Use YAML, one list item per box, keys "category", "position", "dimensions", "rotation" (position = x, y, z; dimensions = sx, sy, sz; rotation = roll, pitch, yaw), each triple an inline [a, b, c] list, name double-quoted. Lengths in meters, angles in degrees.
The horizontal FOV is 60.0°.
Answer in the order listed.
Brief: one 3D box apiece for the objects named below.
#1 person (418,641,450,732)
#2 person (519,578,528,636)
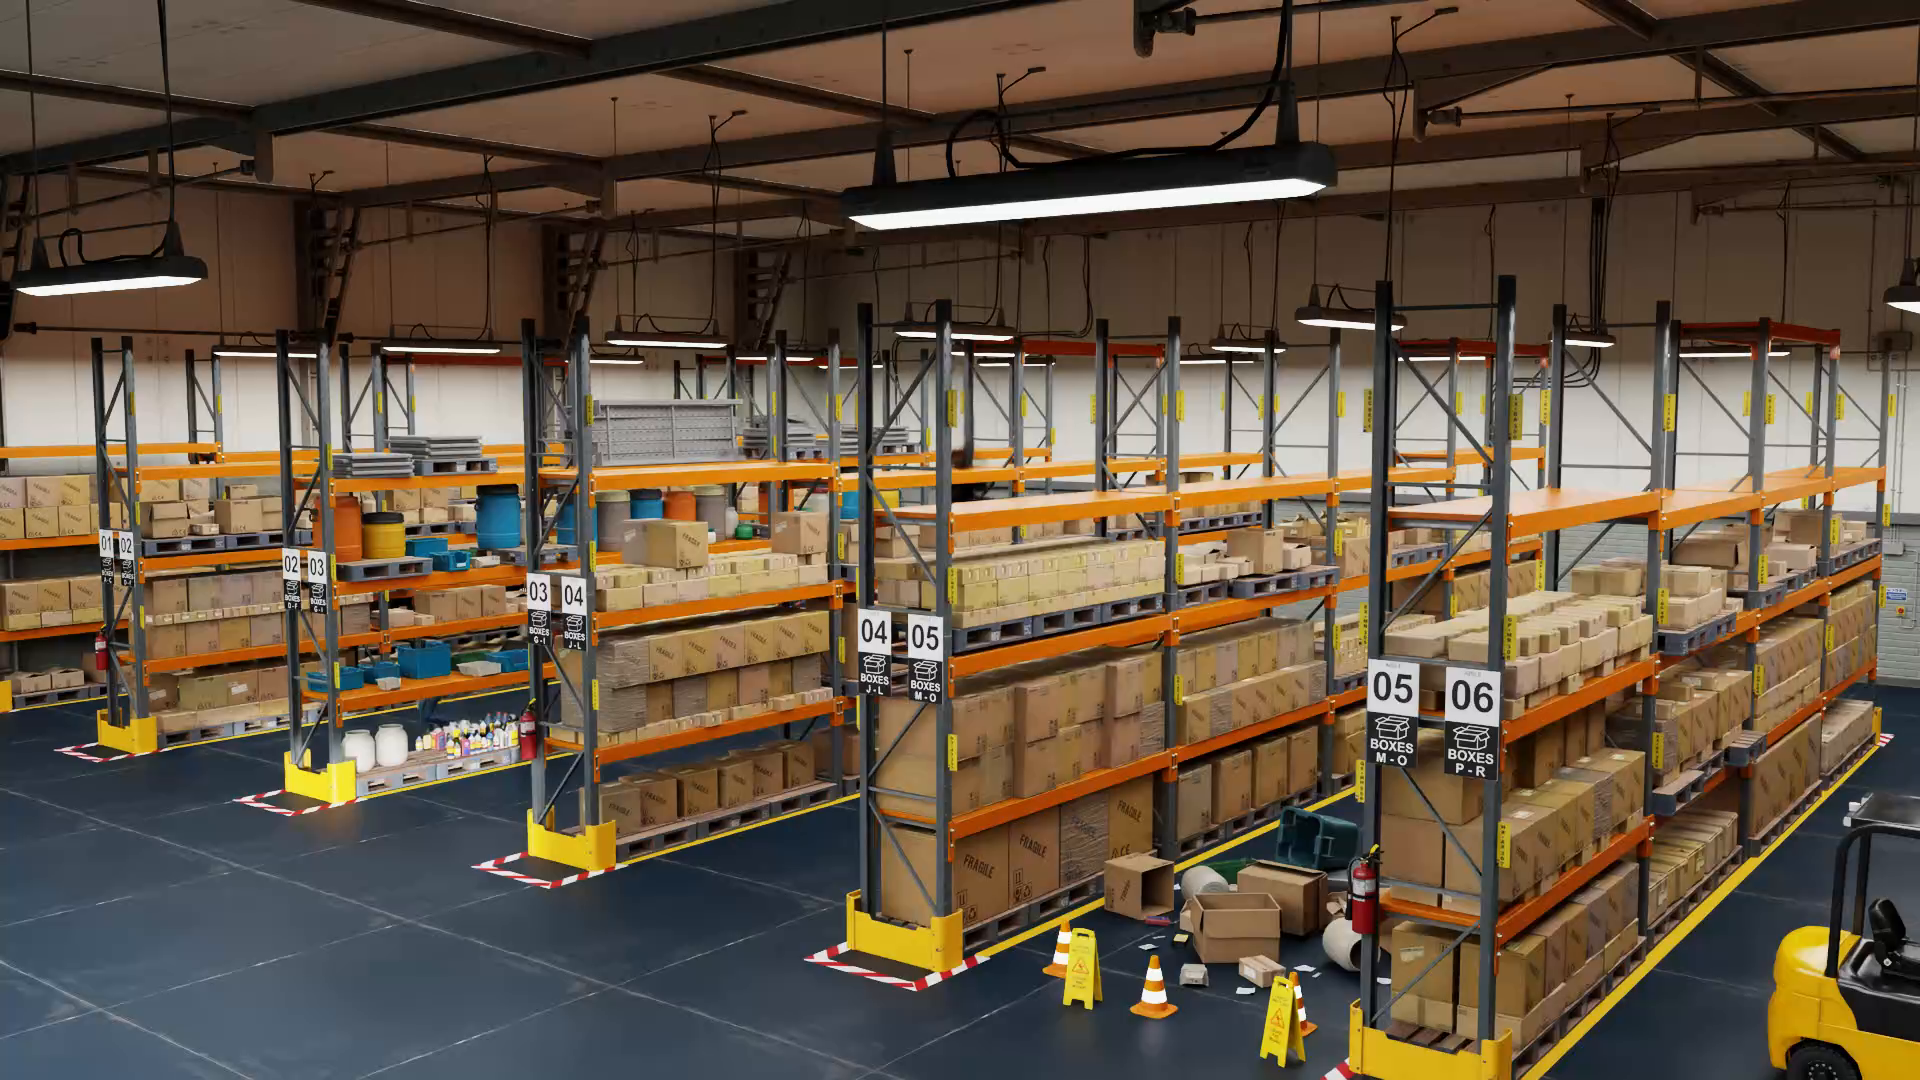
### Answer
- category: "person"
  position: [-7.785, 2.263, 24.461]
  dimensions: [0.532, 1.550, 0.559]
  rotation: [3, 6, 33]
- category: "person"
  position: [-8.274, 1.556, 31.755]
  dimensions: [0.648, 1.700, 0.613]
  rotation: [3, 6, 31]
